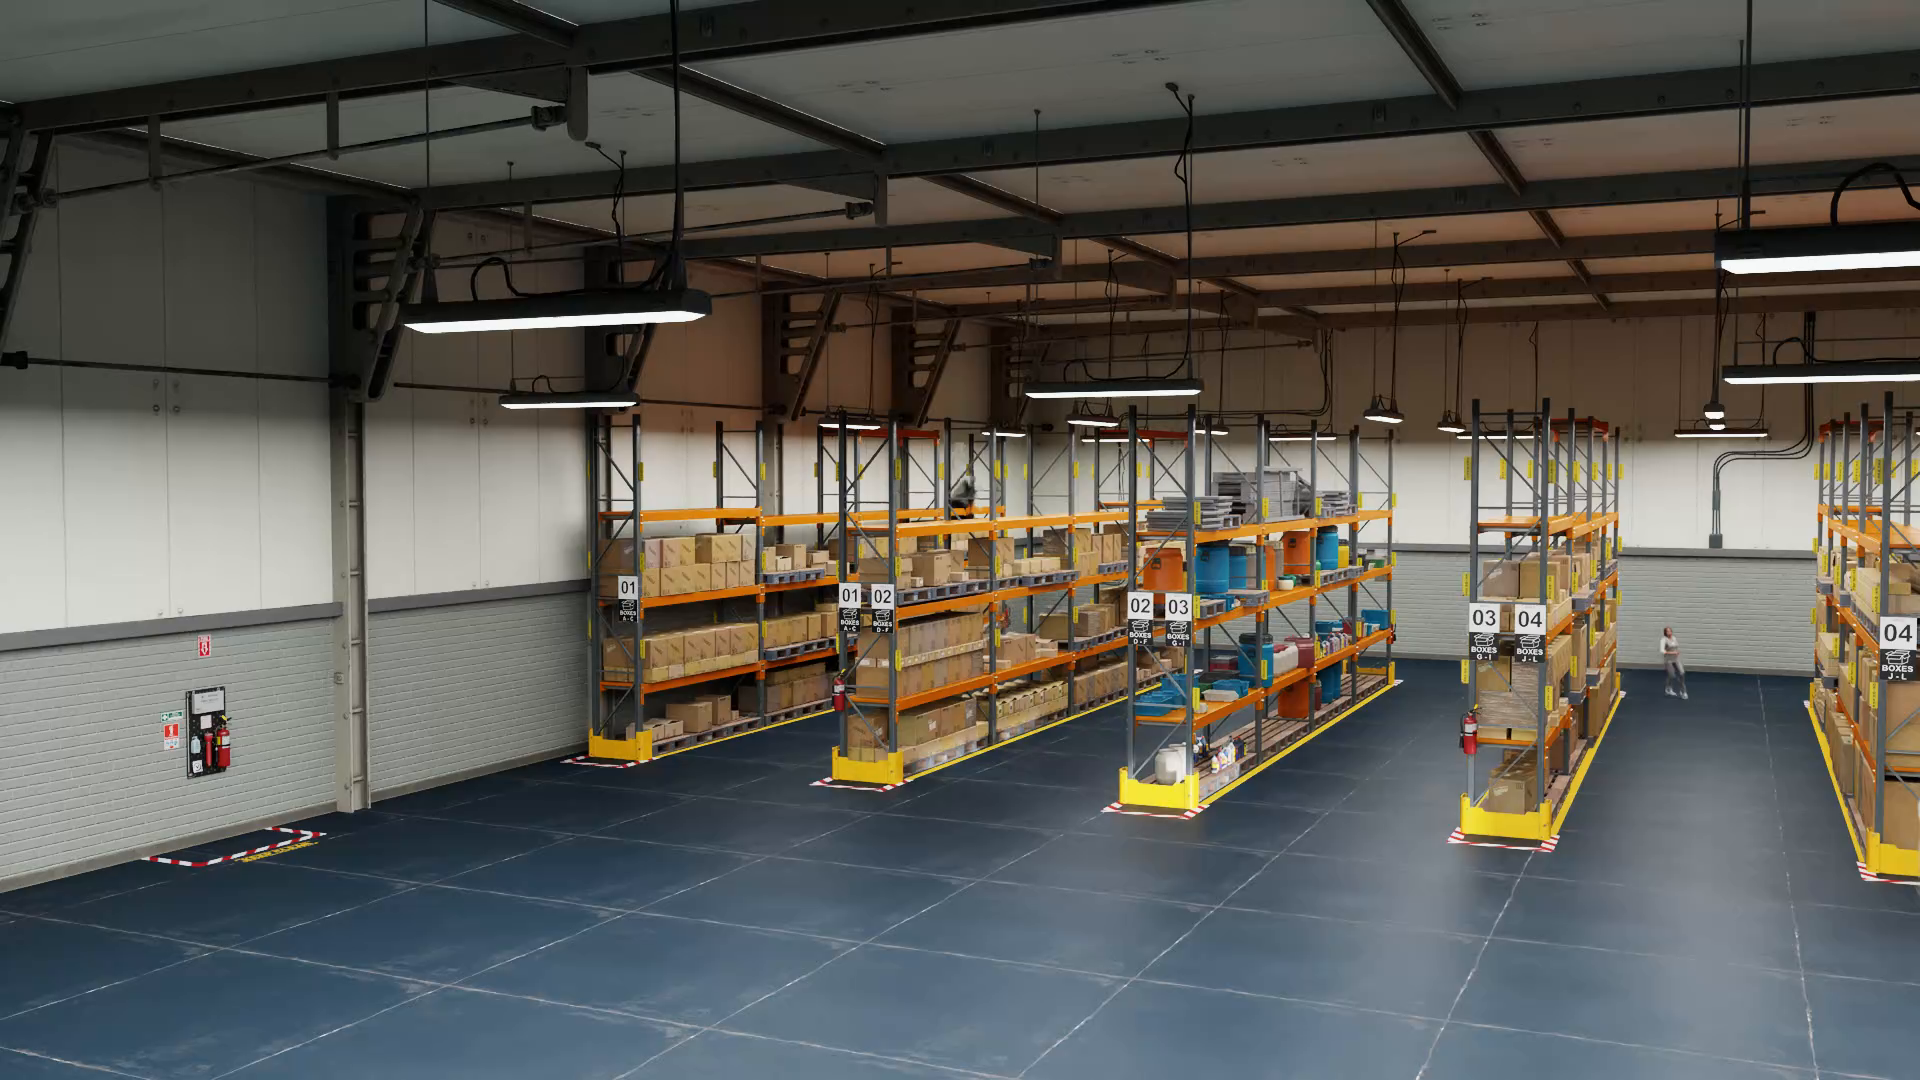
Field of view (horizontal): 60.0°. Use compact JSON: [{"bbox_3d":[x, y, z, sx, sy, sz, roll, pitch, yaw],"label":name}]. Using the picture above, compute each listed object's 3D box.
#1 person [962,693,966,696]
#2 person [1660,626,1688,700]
[{"bbox_3d":[-0.056,2.744,33.950,0.668,1.756,0.651,1,3,30],"label":"person"},{"bbox_3d":[15.667,2.695,36.625,0.543,1.577,0.743,0,2,-9],"label":"person"}]
